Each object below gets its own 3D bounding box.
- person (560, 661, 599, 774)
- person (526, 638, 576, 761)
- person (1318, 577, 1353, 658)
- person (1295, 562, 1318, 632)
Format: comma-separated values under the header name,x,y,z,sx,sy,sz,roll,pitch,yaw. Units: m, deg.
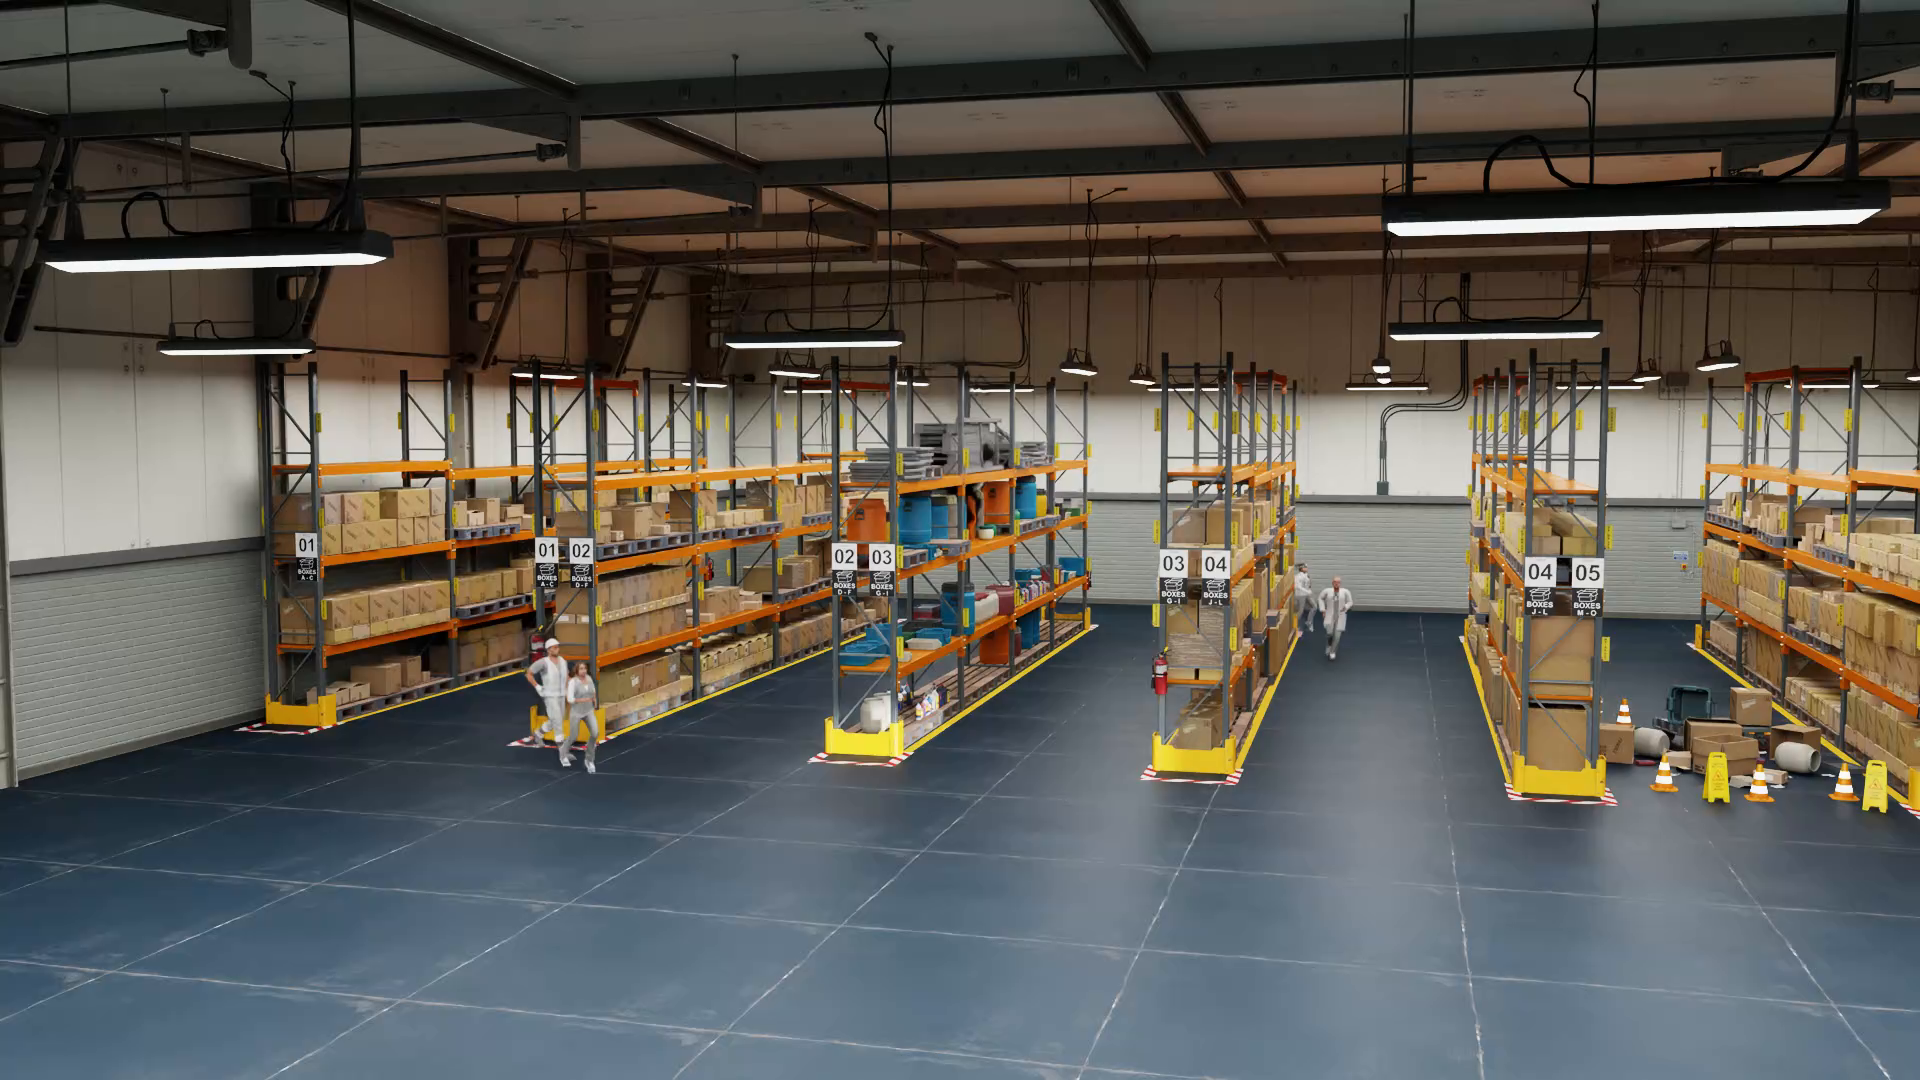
name,x,y,z,sx,sy,sz,roll,pitch,yaw
person,-5.427,2.528,23.847,0.547,1.623,0.834,-3,5,-40
person,-6.084,2.361,24.832,0.980,1.792,0.656,3,5,34
person,7.949,1.656,35.216,0.712,1.736,0.650,1,4,10
person,8.244,1.360,39.981,0.658,1.702,0.625,3,5,34
